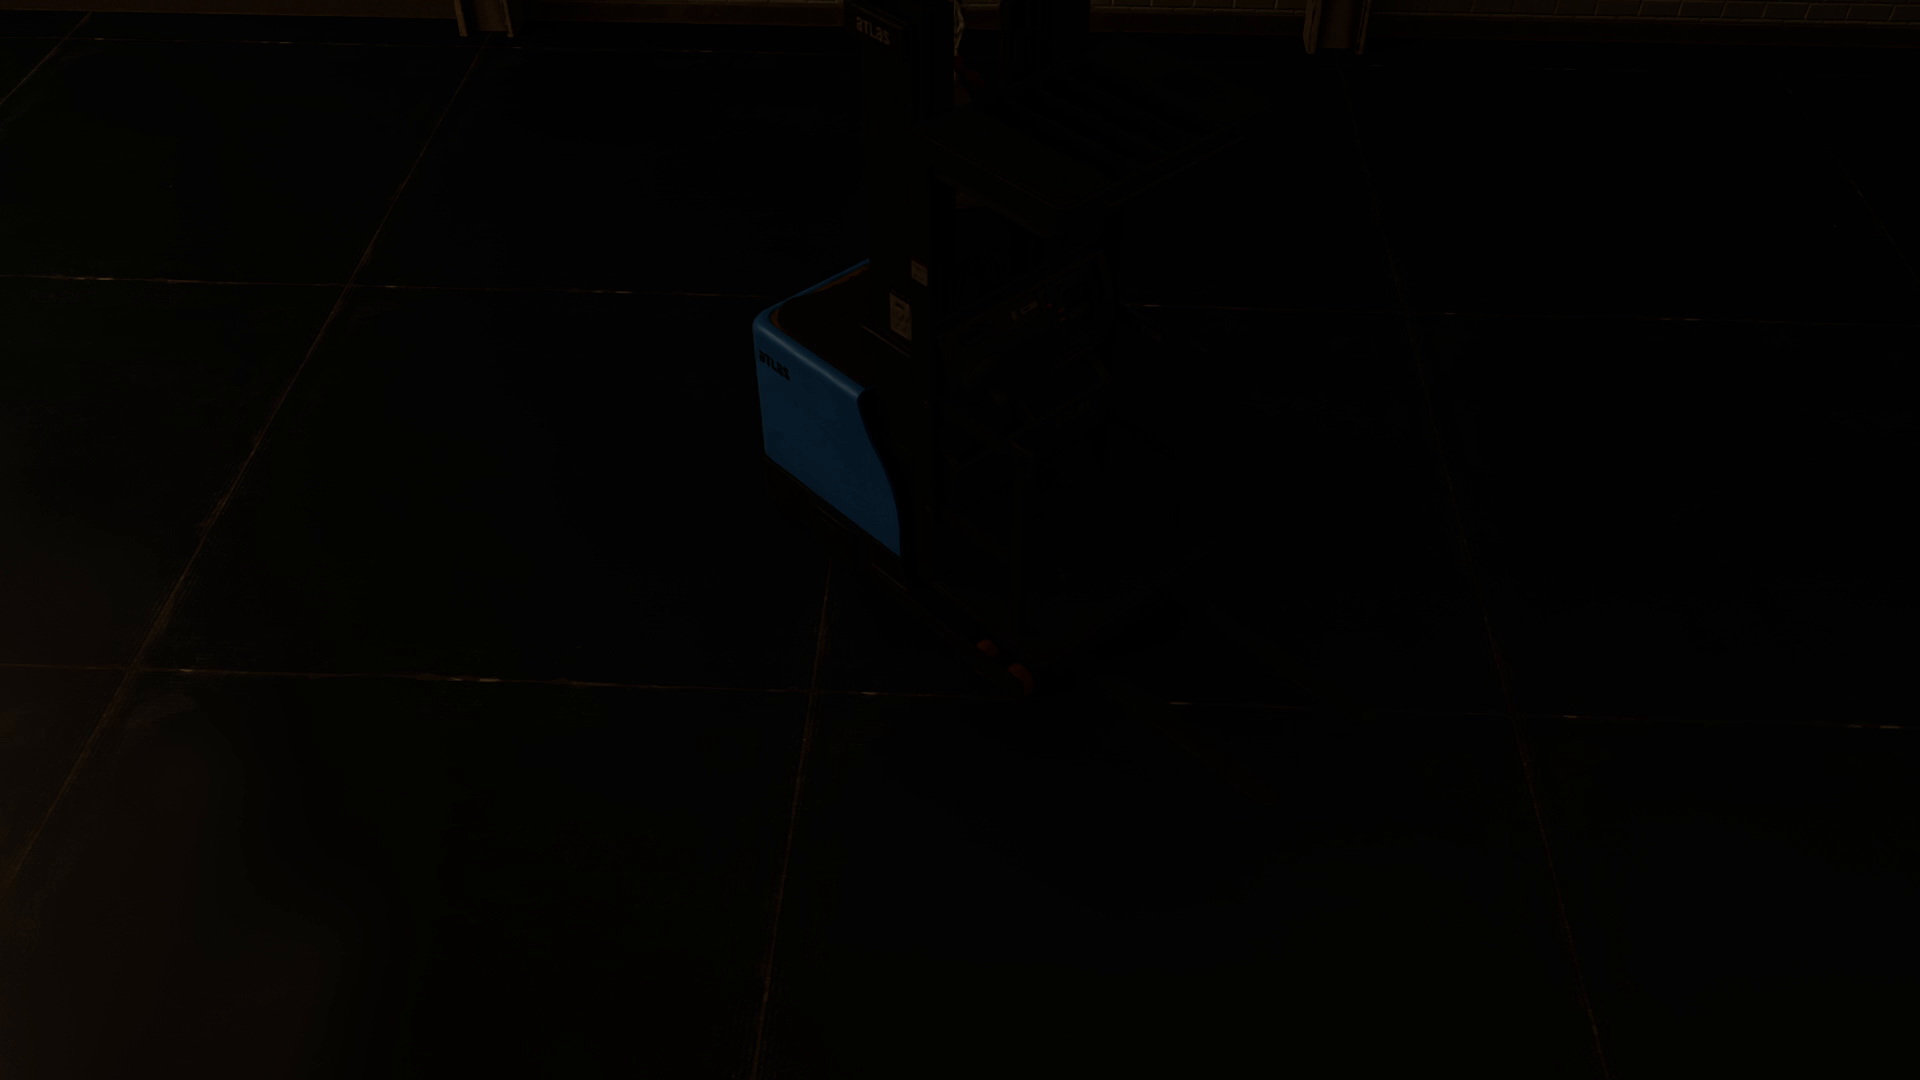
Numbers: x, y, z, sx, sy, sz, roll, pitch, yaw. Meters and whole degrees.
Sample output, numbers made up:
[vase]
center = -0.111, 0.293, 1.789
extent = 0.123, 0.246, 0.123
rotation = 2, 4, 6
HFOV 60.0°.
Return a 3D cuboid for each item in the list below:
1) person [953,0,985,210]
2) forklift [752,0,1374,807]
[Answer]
[person]
center = -0.076, -2.720, 9.696
extent = 0.487, 1.637, 0.655
rotation = -10, 43, -11
[forklift]
center = 0.420, -0.783, 6.600
extent = 1.130, 2.935, 3.031
rotation = -32, 51, -30
